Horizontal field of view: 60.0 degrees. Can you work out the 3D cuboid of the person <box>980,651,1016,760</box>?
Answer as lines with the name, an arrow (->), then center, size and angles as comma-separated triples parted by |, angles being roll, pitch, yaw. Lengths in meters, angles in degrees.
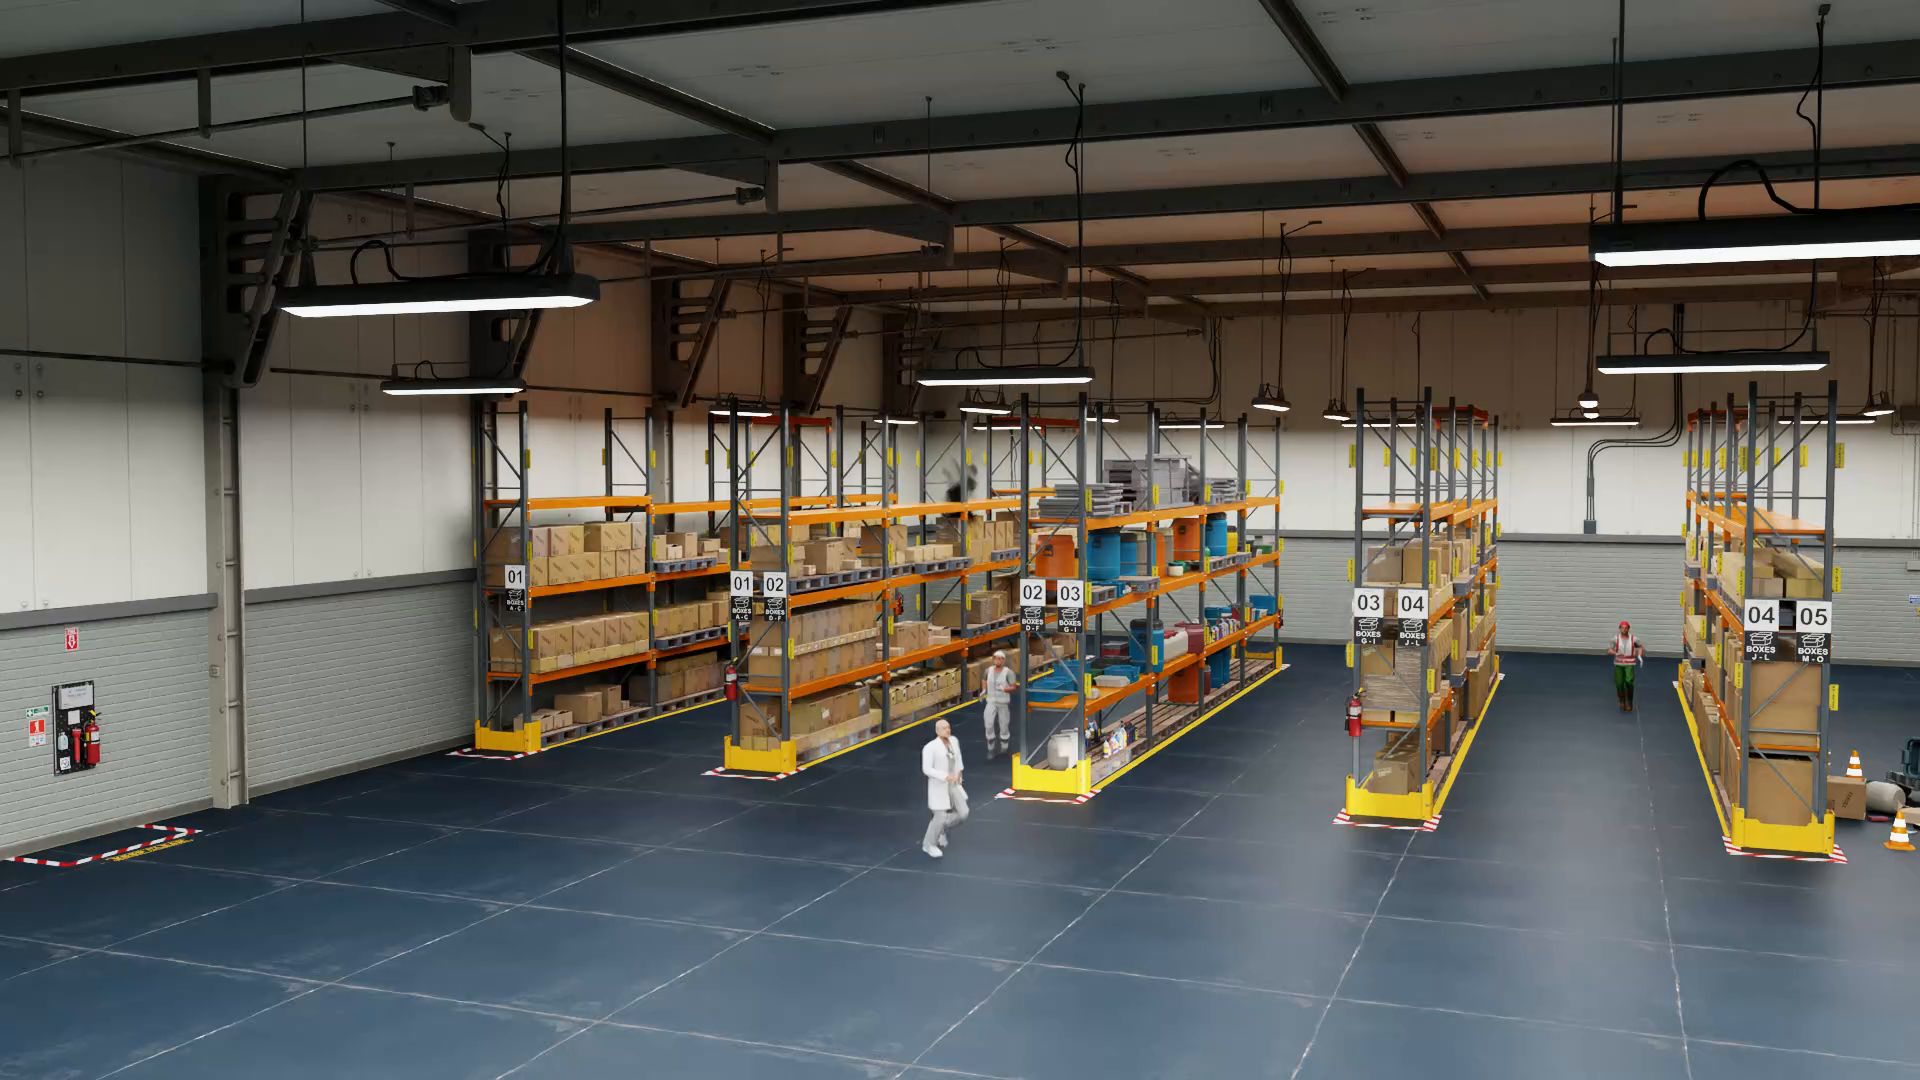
person -> 0.627, 2.759, 27.774 | 0.644, 1.830, 0.752 | 1, 3, 13

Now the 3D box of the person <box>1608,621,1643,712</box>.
person -> 13.174, 2.505, 32.945 | 0.639, 1.794, 0.711 | 1, 3, 27

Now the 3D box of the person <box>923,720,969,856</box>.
person -> -0.169, 3.118, 20.893 | 0.741, 1.738, 0.765 | -2, 4, -38
